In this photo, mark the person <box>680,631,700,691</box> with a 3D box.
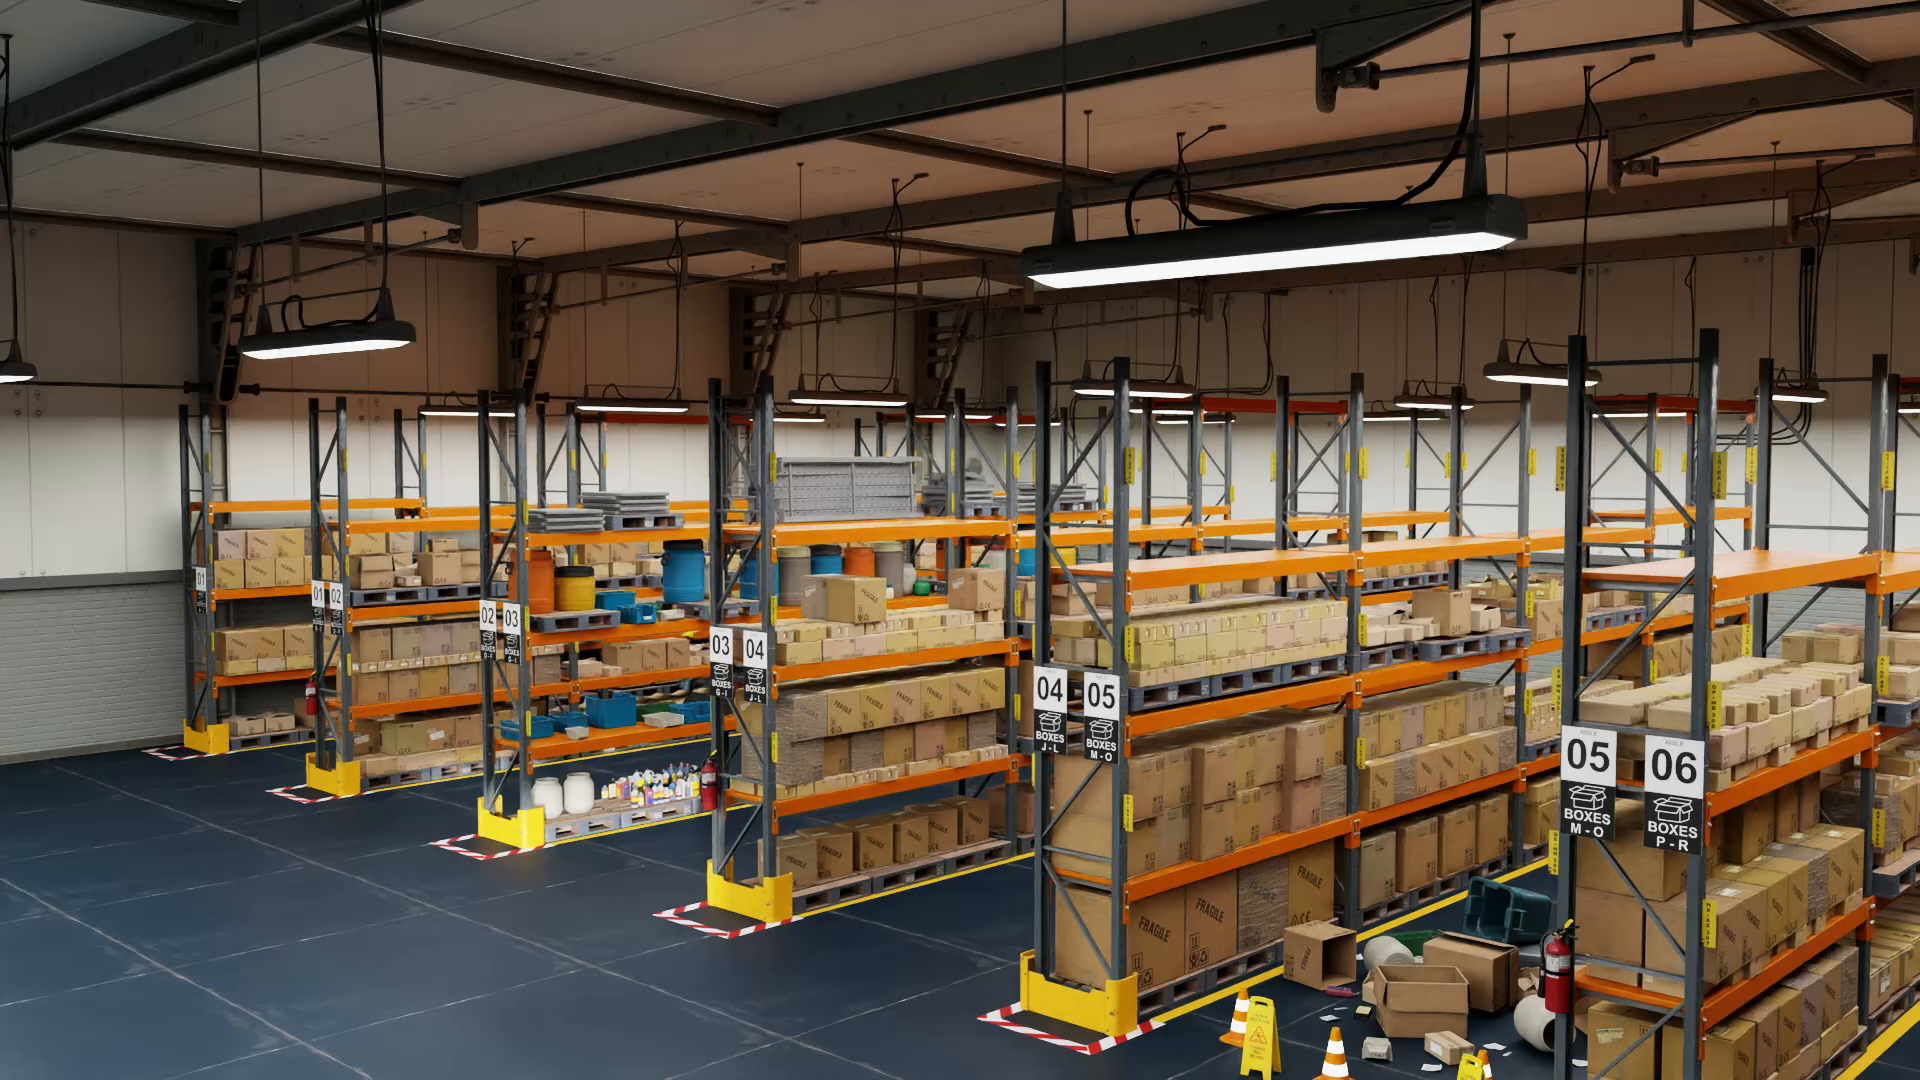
[{"bbox_3d":[-5.232,2.615,32.531,0.700,1.718,0.740,-3,4,-45],"label":"person"}]
